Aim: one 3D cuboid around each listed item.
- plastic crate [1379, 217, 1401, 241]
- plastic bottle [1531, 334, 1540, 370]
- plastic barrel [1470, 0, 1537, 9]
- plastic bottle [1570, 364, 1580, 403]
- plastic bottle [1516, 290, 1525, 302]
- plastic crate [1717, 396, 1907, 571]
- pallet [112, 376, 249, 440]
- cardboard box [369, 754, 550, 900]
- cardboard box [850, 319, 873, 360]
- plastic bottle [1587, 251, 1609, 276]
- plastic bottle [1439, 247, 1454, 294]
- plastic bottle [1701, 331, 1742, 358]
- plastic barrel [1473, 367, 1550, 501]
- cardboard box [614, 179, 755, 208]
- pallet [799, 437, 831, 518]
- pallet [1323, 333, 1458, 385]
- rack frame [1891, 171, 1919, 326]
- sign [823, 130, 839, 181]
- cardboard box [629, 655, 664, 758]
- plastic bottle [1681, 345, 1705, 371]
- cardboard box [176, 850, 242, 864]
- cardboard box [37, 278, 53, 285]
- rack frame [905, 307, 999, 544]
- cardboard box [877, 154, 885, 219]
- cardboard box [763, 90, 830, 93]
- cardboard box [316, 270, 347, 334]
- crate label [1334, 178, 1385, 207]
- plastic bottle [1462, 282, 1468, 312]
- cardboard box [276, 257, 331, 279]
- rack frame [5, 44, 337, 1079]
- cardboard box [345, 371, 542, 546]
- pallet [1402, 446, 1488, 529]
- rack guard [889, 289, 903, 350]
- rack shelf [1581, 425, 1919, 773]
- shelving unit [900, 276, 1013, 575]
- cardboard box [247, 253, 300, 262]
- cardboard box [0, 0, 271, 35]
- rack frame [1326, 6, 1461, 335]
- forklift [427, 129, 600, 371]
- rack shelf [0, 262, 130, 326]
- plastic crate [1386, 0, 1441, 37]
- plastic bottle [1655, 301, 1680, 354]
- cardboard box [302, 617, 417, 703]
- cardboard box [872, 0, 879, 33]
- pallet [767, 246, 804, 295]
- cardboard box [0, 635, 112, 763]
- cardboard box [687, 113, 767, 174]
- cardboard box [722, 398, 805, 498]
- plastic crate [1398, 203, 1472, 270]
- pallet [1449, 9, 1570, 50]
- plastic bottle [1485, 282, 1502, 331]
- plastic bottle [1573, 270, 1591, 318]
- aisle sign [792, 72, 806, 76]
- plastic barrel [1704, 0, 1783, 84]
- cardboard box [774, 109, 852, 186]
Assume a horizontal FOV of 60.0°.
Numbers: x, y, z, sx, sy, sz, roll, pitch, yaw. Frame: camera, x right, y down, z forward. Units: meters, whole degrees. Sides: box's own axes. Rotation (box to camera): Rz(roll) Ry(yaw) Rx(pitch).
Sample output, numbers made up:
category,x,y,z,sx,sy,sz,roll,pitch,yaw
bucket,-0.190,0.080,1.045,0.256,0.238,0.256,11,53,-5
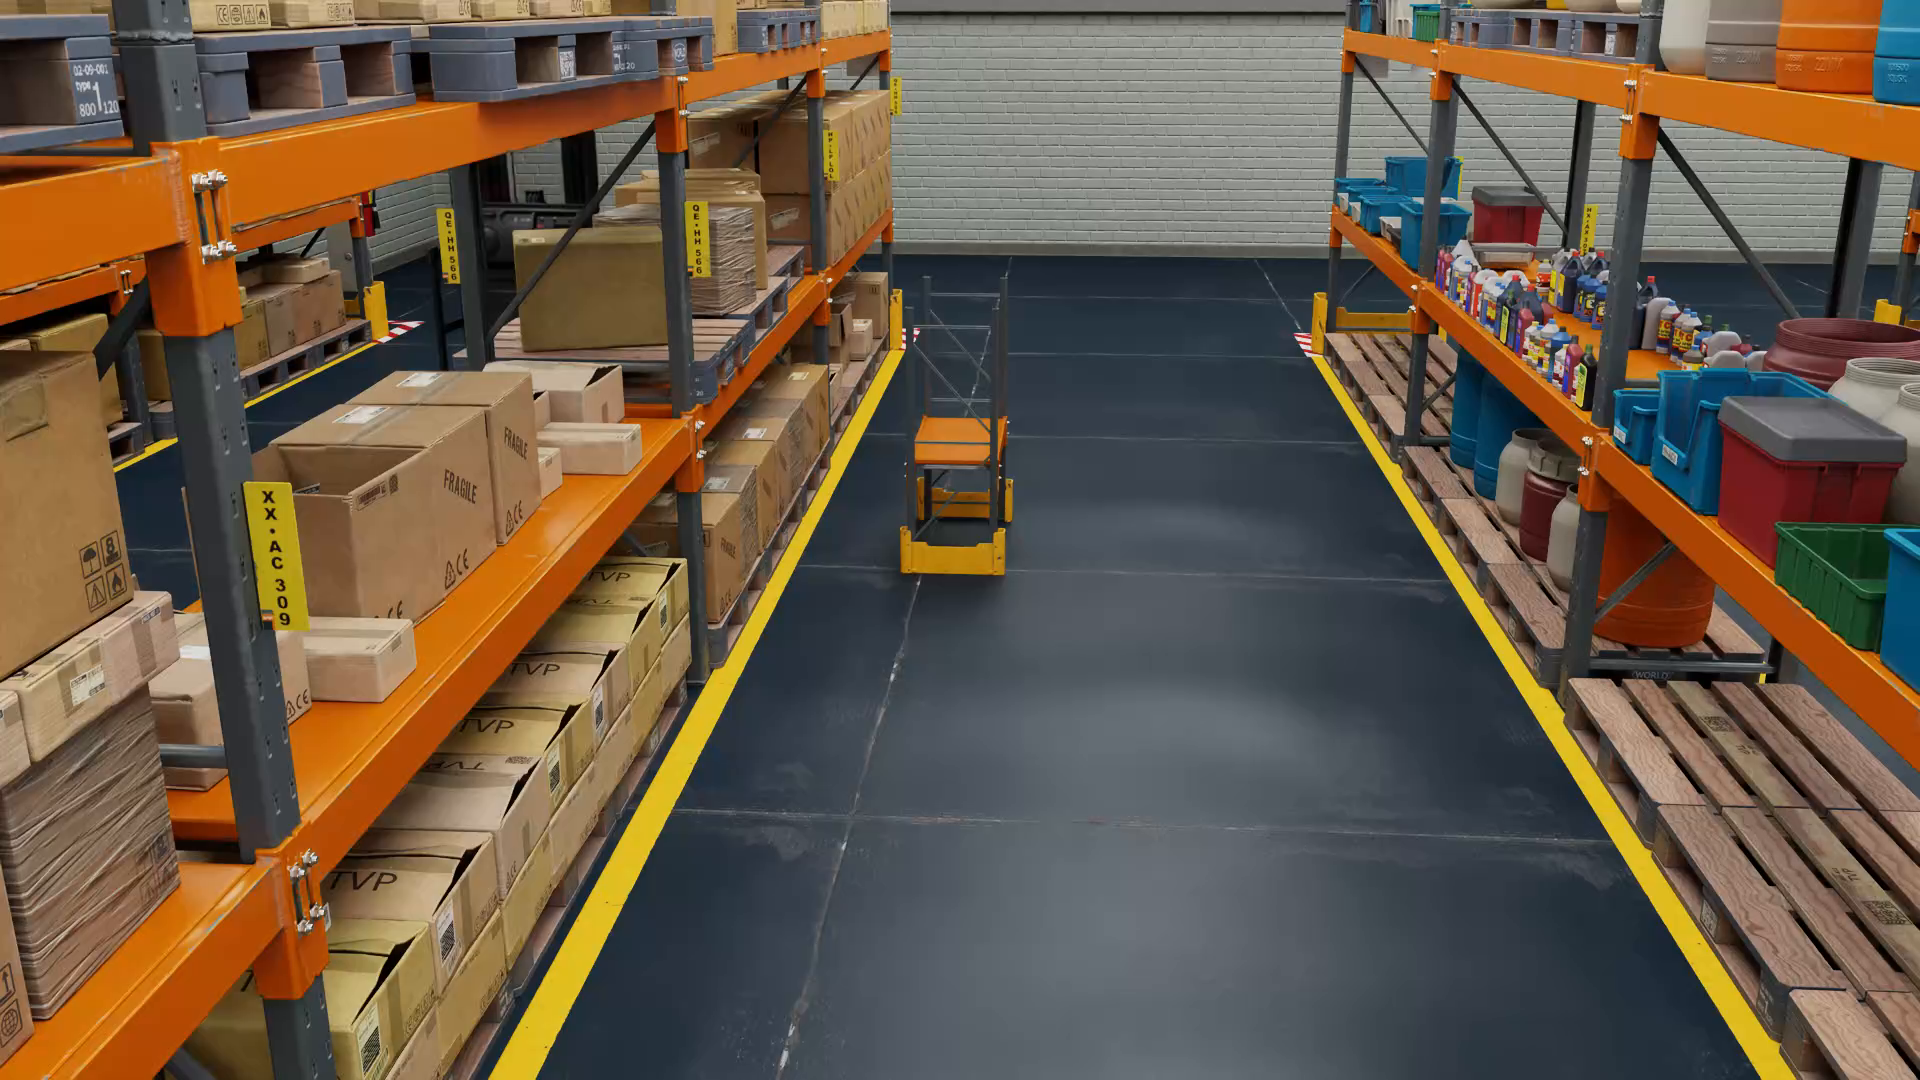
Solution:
category,x,y,z,sx,sy,sz,roll,pitch,yaw
plastic crate,3.357,-2.350,12.605,0.293,0.136,0.466,1,18,4
plastic bottle,2.927,-0.956,8.342,0.097,0.201,0.097,0,18,0
plastic barrel,3.245,-3.431,9.867,0.433,0.535,0.433,0,18,0
plastic bottle,2.875,-0.733,7.662,0.097,0.201,0.097,0,18,0
plastic bottle,3.014,-1.189,8.922,0.061,0.283,0.133,1,18,4
plastic crate,2.824,-0.192,5.590,0.402,0.464,0.583,1,18,4
pallet,-6.217,-1.030,12.727,1.003,0.211,1.213,1,18,4
cardboard box,-1.626,0.875,5.275,0.500,0.311,0.500,1,18,2
cardboard box,-1.013,-1.687,13.963,0.500,0.250,0.500,1,18,4
plastic bottle,3.780,-1.526,9.841,0.144,0.351,0.185,1,18,4
plastic bottle,3.071,-1.698,10.475,0.061,0.283,0.133,1,18,4
plastic bottle,3.632,-0.869,7.957,0.152,0.276,0.135,1,18,4
plastic barrel,3.426,-0.713,9.978,0.600,0.901,0.708,1,18,4
cardboard box,-1.651,-1.901,10.072,0.700,0.500,0.500,4,19,13
pallet,-1.429,-0.432,10.904,1.003,0.211,1.213,1,18,4
pallet,3.721,-1.561,14.349,1.003,0.211,1.213,1,18,4
rack frame,8.759,-3.031,14.356,1.000,3.000,0.127,1,18,4
sign,-0.854,-2.550,11.028,0.100,0.325,0.005,1,18,4
cardboard box,-1.523,0.667,6.810,0.500,0.250,0.500,1,18,3
plastic bottle,3.506,-0.830,7.959,0.097,0.201,0.097,0,18,0
cardboard box,-2.207,1.020,4.833,0.500,0.311,0.500,2,18,5
cardboard box,-6.149,-1.741,10.790,0.380,0.149,0.250,2,18,6
rack frame,-0.043,-0.528,9.127,0.500,1.500,0.032,1,18,4
cardboard box,-0.916,-2.994,14.084,0.500,0.500,0.500,1,18,4
cardboard box,-1.416,-3.644,14.460,0.500,0.500,0.500,2,18,6
cardboard box,-6.013,-2.155,15.022,0.700,0.500,0.500,1,18,4
crate label,3.473,-3.021,14.499,0.416,0.233,0.303,1,18,4
plastic bottle,3.043,-1.460,9.881,0.097,0.201,0.097,0,18,0
cardboard box,-5.840,-2.419,14.787,0.380,0.149,0.250,1,18,3
rack frame,-1.982,0.474,3.660,1.000,3.000,0.127,1,18,4
cardboard box,-1.799,-0.295,5.845,0.500,0.500,0.500,0,18,1
pallet,3.435,-0.335,10.608,1.003,0.211,1.213,1,18,4
rack guard,-1.127,-2.042,15.352,1.175,0.500,0.348,1,18,4
rack shelf,3.102,0.306,5.327,1.077,0.370,4.000,1,18,4
shelving unit,-0.005,-0.689,9.617,0.587,1.500,1.083,1,18,4
cardboard box,-6.203,-2.506,15.053,0.380,0.149,0.250,1,18,4
cardboard box,-1.928,-1.271,3.735,0.500,0.250,0.500,3,18,10
rack frame,3.819,-3.142,14.693,1.000,3.000,0.127,1,18,4
forklift,-3.279,-2.269,12.141,1.130,2.935,3.031,3,18,9
rack shelf,-6.493,-1.157,9.793,1.077,0.370,4.000,1,18,4
plastic crate,3.352,-3.829,12.165,0.437,0.282,0.530,1,18,4
plastic bottle,3.717,-1.117,8.722,0.097,0.271,0.097,0,18,0
cardboard box,-1.714,0.322,4.525,0.380,0.149,0.250,1,18,4
cardboard box,-0.942,-4.287,13.613,0.500,0.250,0.500,1,18,4
pallet,-1.574,-1.674,10.523,1.003,0.211,1.213,1,18,4
cardboard box,-1.807,0.284,3.037,0.380,0.149,0.250,1,18,3
cardboard box,-1.630,-2.696,11.569,0.500,0.500,0.500,1,18,4
cardboard box,-1.238,-0.563,10.133,0.500,0.500,0.500,2,18,5
plastic crate,3.226,-2.073,11.361,0.392,0.384,0.575,1,18,4
pallet,3.574,-2.989,9.715,1.213,0.211,1.003,1,18,4
plastic bottle,3.000,-1.308,9.304,0.097,0.271,0.097,0,18,0
plastic bottle,3.638,-1.435,9.693,0.097,0.271,0.097,0,18,0
aisle sign,-1.409,-4.516,14.714,0.394,0.787,0.004,1,18,4
plastic barrel,2.970,-2.070,5.802,0.600,0.901,0.600,0,18,0
cardboard box,-1.057,-2.834,11.988,0.500,0.500,0.500,1,18,2
